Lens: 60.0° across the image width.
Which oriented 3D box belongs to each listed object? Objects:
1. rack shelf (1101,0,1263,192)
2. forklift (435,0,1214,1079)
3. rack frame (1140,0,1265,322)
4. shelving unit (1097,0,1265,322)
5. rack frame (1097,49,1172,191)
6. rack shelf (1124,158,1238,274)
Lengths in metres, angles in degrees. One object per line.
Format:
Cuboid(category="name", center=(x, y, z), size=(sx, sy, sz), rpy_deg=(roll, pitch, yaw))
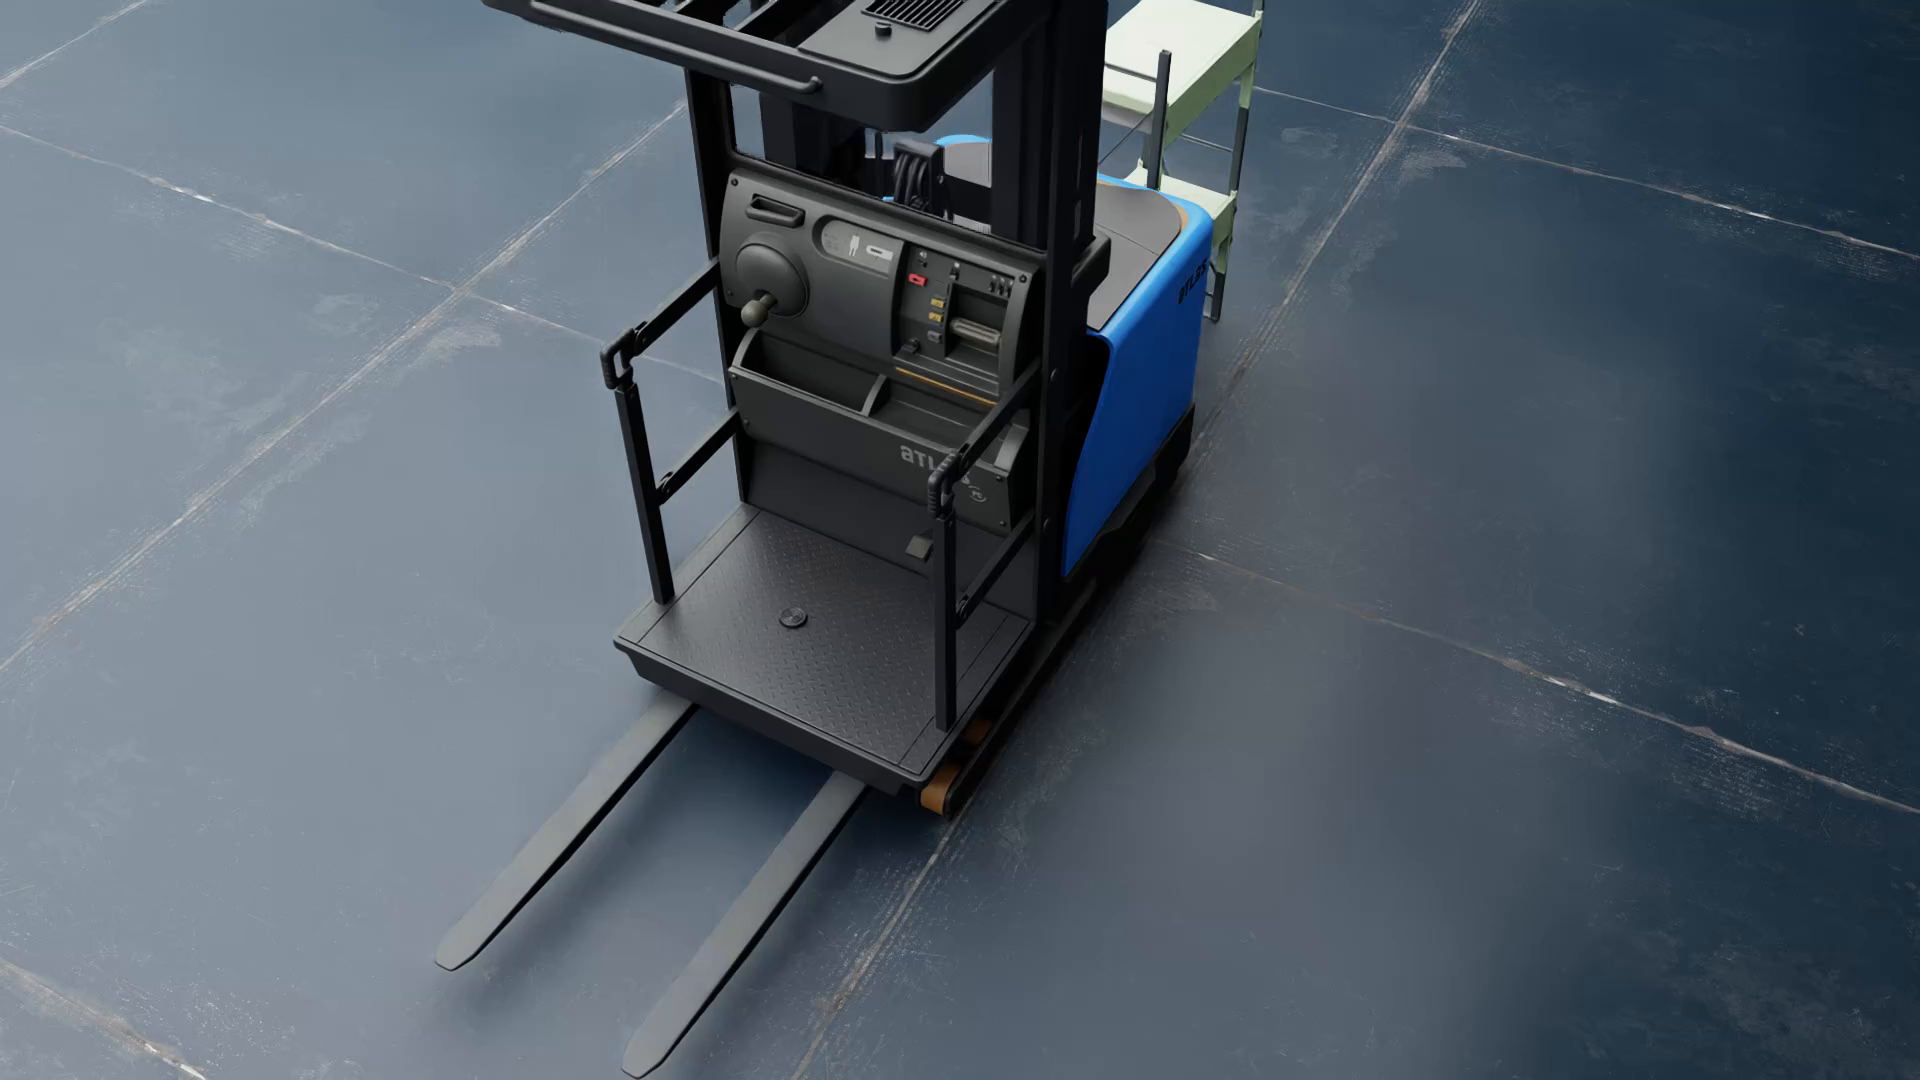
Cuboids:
Cuboid(category="rack shelf", center=(0.670, -1.537, 5.661), size=(0.431, 0.370, 0.720), rpy_deg=(24, 50, 22))
Cuboid(category="forklift", center=(-0.340, -0.591, 4.274), size=(1.130, 2.935, 3.031), rpy_deg=(22, 49, 20))
Cuboid(category="rack frame", center=(0.862, -1.479, 6.157), size=(0.400, 1.500, 0.023), rpy_deg=(24, 50, 22))
Cuboid(category="shelving unit", center=(0.669, -1.261, 5.937), size=(0.431, 1.500, 0.755), rpy_deg=(24, 50, 22))
Cuboid(category="rack frame", center=(0.475, -1.042, 5.717), size=(0.400, 1.500, 0.023), rpy_deg=(24, 50, 22))
Cuboid(category="rack shelf", center=(0.667, -1.030, 6.168), size=(0.431, 0.370, 0.720), rpy_deg=(24, 50, 22))
